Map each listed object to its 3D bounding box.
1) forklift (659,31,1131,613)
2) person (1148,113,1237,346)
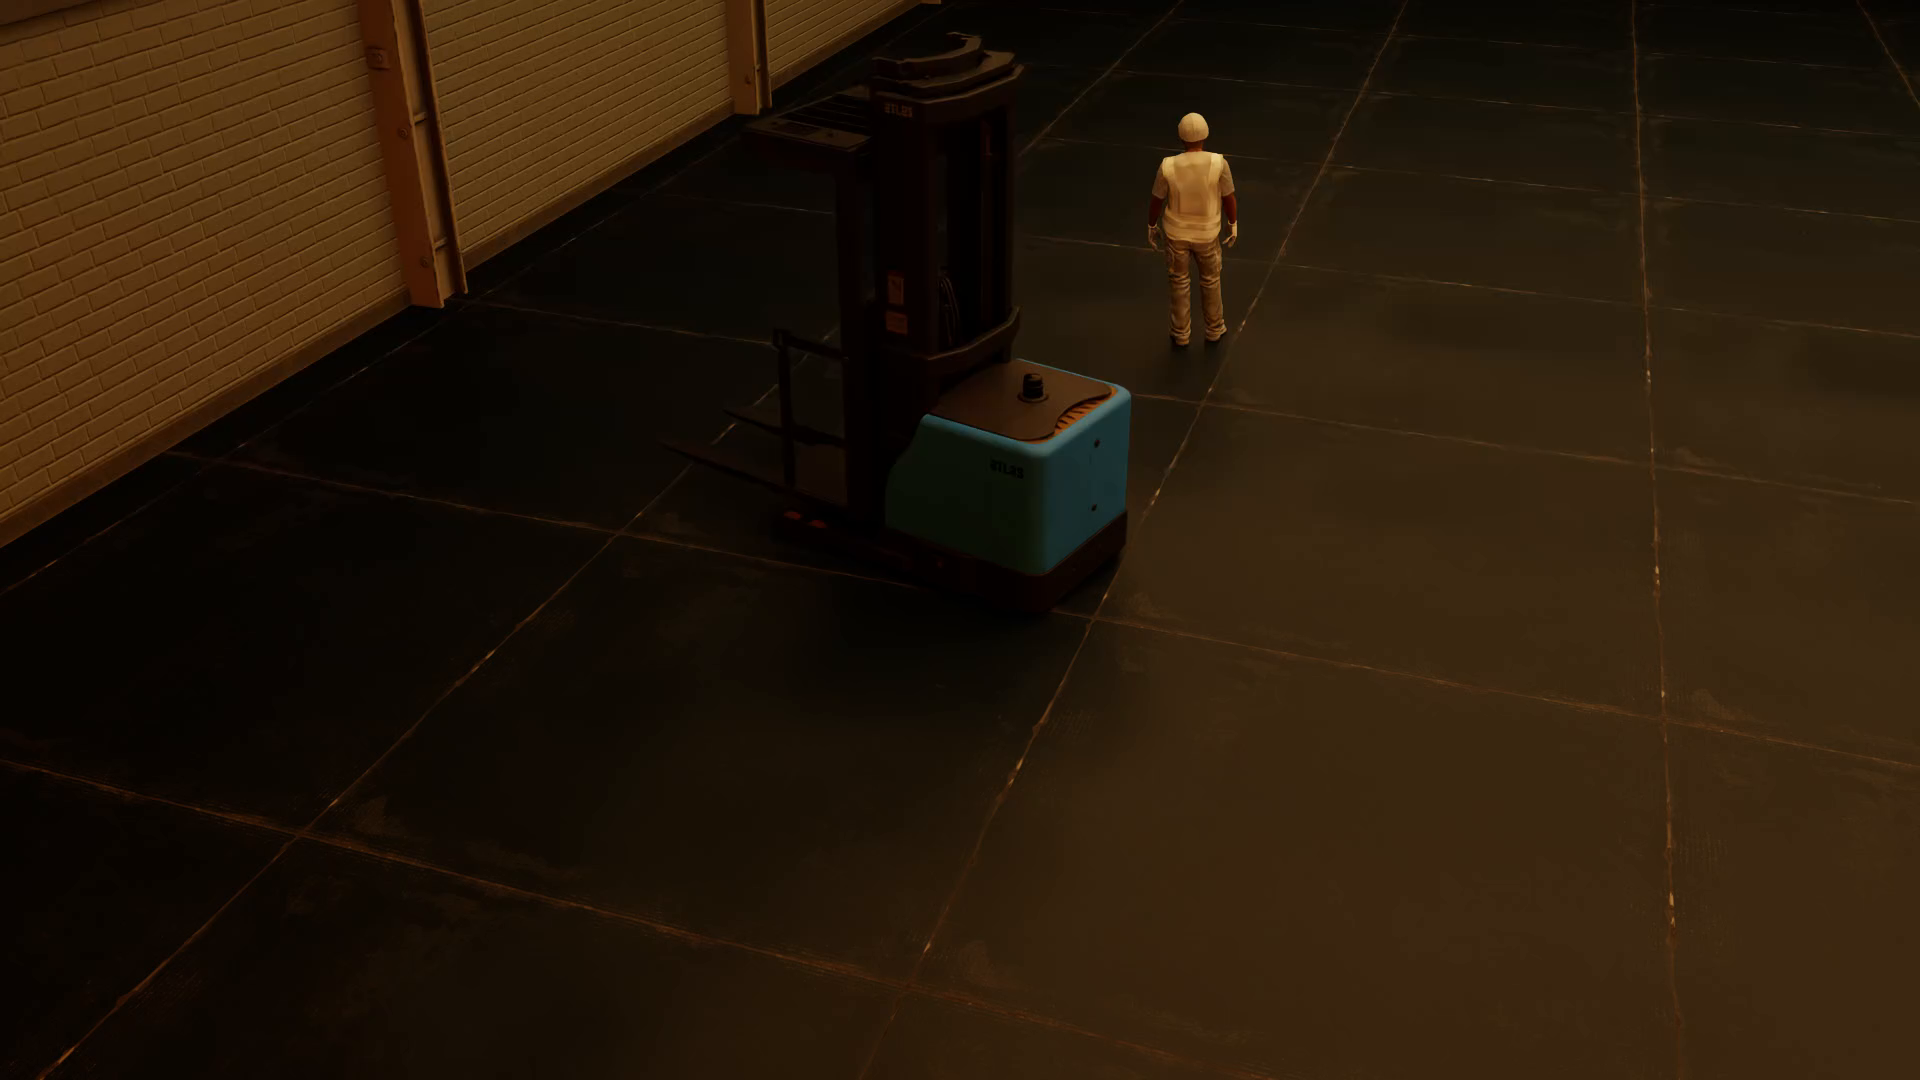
[{"bbox_3d":[-0.516,-1.424,9.635,3.031,2.935,1.130,19,35,30],"label":"forklift"},{"bbox_3d":[1.725,-2.314,12.341,0.656,1.781,0.578,4,30,7],"label":"person"}]
